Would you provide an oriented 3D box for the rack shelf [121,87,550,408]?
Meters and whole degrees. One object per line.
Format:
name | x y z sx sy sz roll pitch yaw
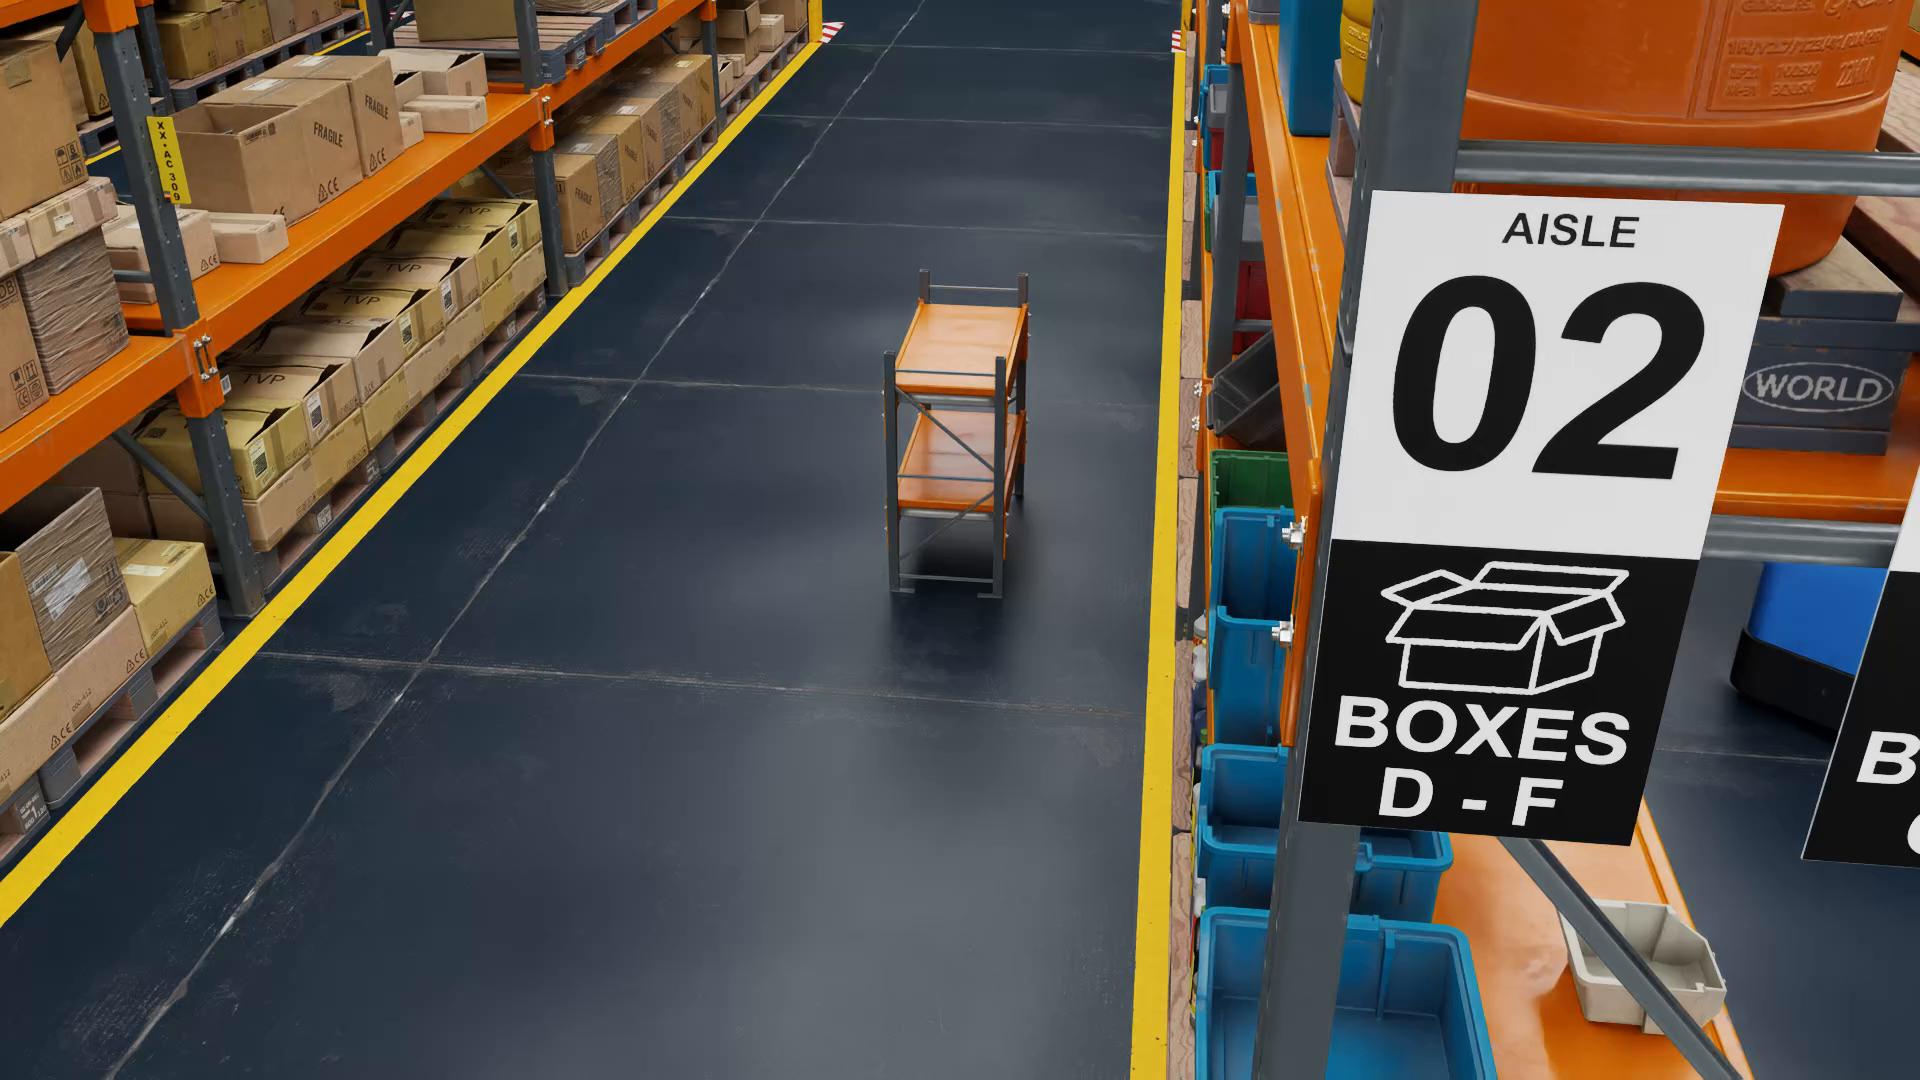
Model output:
rack shelf | -3.268 -1.661 8.428 1.077 0.370 4.000 3 28 6

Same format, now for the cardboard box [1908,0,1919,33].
cardboard box | 6.933 -3.829 11.590 0.500 0.500 0.500 3 28 6

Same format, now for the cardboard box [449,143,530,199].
cardboard box | -3.141 -2.466 11.336 0.500 0.500 0.500 4 29 8

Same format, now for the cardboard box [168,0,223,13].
cardboard box | -7.033 -4.954 15.292 0.380 0.149 0.250 4 29 8

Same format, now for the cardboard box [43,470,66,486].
cardboard box | -3.881 -0.140 6.513 0.500 0.500 0.500 3 28 6

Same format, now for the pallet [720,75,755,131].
pallet | -2.448 -3.897 14.761 1.003 0.211 1.213 3 28 6

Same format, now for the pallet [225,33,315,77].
pallet | -7.132 -4.789 16.417 1.003 0.211 1.213 3 28 6

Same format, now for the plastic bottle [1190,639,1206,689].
plastic bottle | 0.916 0.464 6.212 0.097 0.201 0.097 0 28 0

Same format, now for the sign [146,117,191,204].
sign | -2.962 -1.420 6.228 0.100 0.325 0.005 3 28 6

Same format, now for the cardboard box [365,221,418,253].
cardboard box | -3.435 -1.663 9.539 0.500 0.311 0.500 3 28 5

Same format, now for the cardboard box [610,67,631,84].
cardboard box | -2.888 -3.430 13.125 0.500 0.500 0.500 4 29 7

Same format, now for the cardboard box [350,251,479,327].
cardboard box | -2.965 -1.397 9.045 0.500 0.311 0.500 3 28 6

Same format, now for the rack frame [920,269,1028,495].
rack frame | 0.063 -0.738 7.933 0.500 1.125 0.032 3 28 6

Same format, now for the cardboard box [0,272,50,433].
cardboard box | -3.619 -0.622 5.637 0.700 0.500 0.500 3 28 6

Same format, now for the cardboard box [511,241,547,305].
cardboard box | -2.845 -1.631 10.072 0.500 0.250 0.500 4 29 7

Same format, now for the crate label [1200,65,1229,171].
crate label | 1.502 -2.193 8.620 0.502 0.435 0.616 3 28 6

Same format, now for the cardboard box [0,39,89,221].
cardboard box | -3.561 -1.442 5.790 0.700 0.500 0.500 3 29 6

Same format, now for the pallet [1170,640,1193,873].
pallet | 1.279 0.795 6.052 1.003 0.211 1.213 3 28 6

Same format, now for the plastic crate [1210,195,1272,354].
plastic crate | 1.158 -1.020 6.413 0.402 0.464 0.583 3 28 6

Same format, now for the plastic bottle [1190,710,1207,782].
plastic bottle | 0.869 0.671 5.671 0.144 0.351 0.185 2 28 4

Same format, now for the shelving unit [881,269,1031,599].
shelving unit | 0.001 -0.498 7.489 0.538 1.125 1.048 3 28 6

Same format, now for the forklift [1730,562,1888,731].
forklift | 4.444 -0.983 6.484 3.031 2.935 1.130 -25 37 -38

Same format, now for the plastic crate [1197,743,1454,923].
plastic crate | 0.762 0.644 3.549 0.499 0.251 0.408 3 28 6

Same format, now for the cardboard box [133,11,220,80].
cardboard box | -7.256 -4.518 15.167 0.700 0.500 0.500 4 29 7

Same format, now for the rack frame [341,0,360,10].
rack frame | -6.960 -6.971 17.526 1.000 3.000 0.127 3 28 6

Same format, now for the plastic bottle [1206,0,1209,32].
plastic bottle | 1.765 -3.662 11.520 0.097 0.271 0.097 0 28 0

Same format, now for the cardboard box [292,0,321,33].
cardboard box | -7.007 -5.484 16.960 0.700 0.500 0.500 3 28 6

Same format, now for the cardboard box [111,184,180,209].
cardboard box | -3.588 -1.401 7.330 0.396 0.266 0.258 3 28 5

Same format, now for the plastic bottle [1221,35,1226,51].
plastic bottle | 1.603 -3.041 10.368 0.097 0.271 0.097 0 28 0

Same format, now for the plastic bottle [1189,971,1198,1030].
plastic bottle | 0.702 1.285 4.689 0.097 0.201 0.097 0 28 0

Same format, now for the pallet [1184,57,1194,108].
pallet | 2.581 -4.209 15.339 1.003 0.211 1.213 3 28 6

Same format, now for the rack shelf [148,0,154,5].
rack shelf | -7.205 -5.712 15.949 1.077 0.370 4.000 3 28 6

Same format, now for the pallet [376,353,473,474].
pallet | -3.315 -0.733 8.888 1.003 0.211 1.213 3 28 6

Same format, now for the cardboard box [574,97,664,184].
cardboard box | -2.500 -2.938 12.213 0.500 0.500 0.500 2 28 4

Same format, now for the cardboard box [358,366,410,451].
cardboard box | -3.093 -0.670 8.288 0.500 0.250 0.500 3 28 5

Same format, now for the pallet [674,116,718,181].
pallet | -2.595 -3.189 13.447 1.003 0.211 1.213 3 28 6

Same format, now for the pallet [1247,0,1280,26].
pallet | 1.411 -1.638 4.665 1.213 0.211 1.003 3 28 6

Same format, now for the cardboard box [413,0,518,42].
cardboard box | -3.058 -3.451 10.444 0.700 0.500 0.500 -6 29 -11

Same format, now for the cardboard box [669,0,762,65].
cardboard box | -2.308 -4.781 15.630 0.797 0.503 0.637 3 28 6

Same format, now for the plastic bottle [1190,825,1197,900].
plastic bottle | 0.794 0.959 5.137 0.144 0.351 0.185 5 29 8

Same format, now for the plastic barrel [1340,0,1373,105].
plastic barrel | 0.926 -0.996 2.632 0.600 0.588 0.600 0 28 0

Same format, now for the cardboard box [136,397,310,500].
cardboard box | -3.215 -0.437 7.264 0.500 0.311 0.500 3 29 6

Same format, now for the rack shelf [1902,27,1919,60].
rack shelf | 7.053 -2.966 10.851 1.077 0.370 4.000 3 28 6

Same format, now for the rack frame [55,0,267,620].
rack frame | -3.513 -1.036 6.510 1.000 3.000 0.127 3 28 6

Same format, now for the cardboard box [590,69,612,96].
cardboard box | -2.957 -3.541 12.541 0.500 0.250 0.500 3 29 6

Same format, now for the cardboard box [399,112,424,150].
cardboard box | -3.123 -2.205 8.944 0.380 0.149 0.250 5 29 10

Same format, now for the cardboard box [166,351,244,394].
cardboard box | -3.691 -0.710 7.770 0.500 0.311 0.500 4 29 8

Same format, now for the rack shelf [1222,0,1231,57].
rack shelf | 1.648 -2.692 7.179 1.077 0.370 4.000 3 28 6

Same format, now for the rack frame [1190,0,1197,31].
rack frame | 2.873 -6.395 16.457 1.000 3.000 0.127 3 28 6

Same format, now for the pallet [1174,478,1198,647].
pallet | 1.460 0.109 7.324 1.003 0.211 1.213 3 28 6

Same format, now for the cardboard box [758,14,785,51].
cardboard box | -2.011 -4.952 16.214 0.500 0.250 0.500 3 28 6
